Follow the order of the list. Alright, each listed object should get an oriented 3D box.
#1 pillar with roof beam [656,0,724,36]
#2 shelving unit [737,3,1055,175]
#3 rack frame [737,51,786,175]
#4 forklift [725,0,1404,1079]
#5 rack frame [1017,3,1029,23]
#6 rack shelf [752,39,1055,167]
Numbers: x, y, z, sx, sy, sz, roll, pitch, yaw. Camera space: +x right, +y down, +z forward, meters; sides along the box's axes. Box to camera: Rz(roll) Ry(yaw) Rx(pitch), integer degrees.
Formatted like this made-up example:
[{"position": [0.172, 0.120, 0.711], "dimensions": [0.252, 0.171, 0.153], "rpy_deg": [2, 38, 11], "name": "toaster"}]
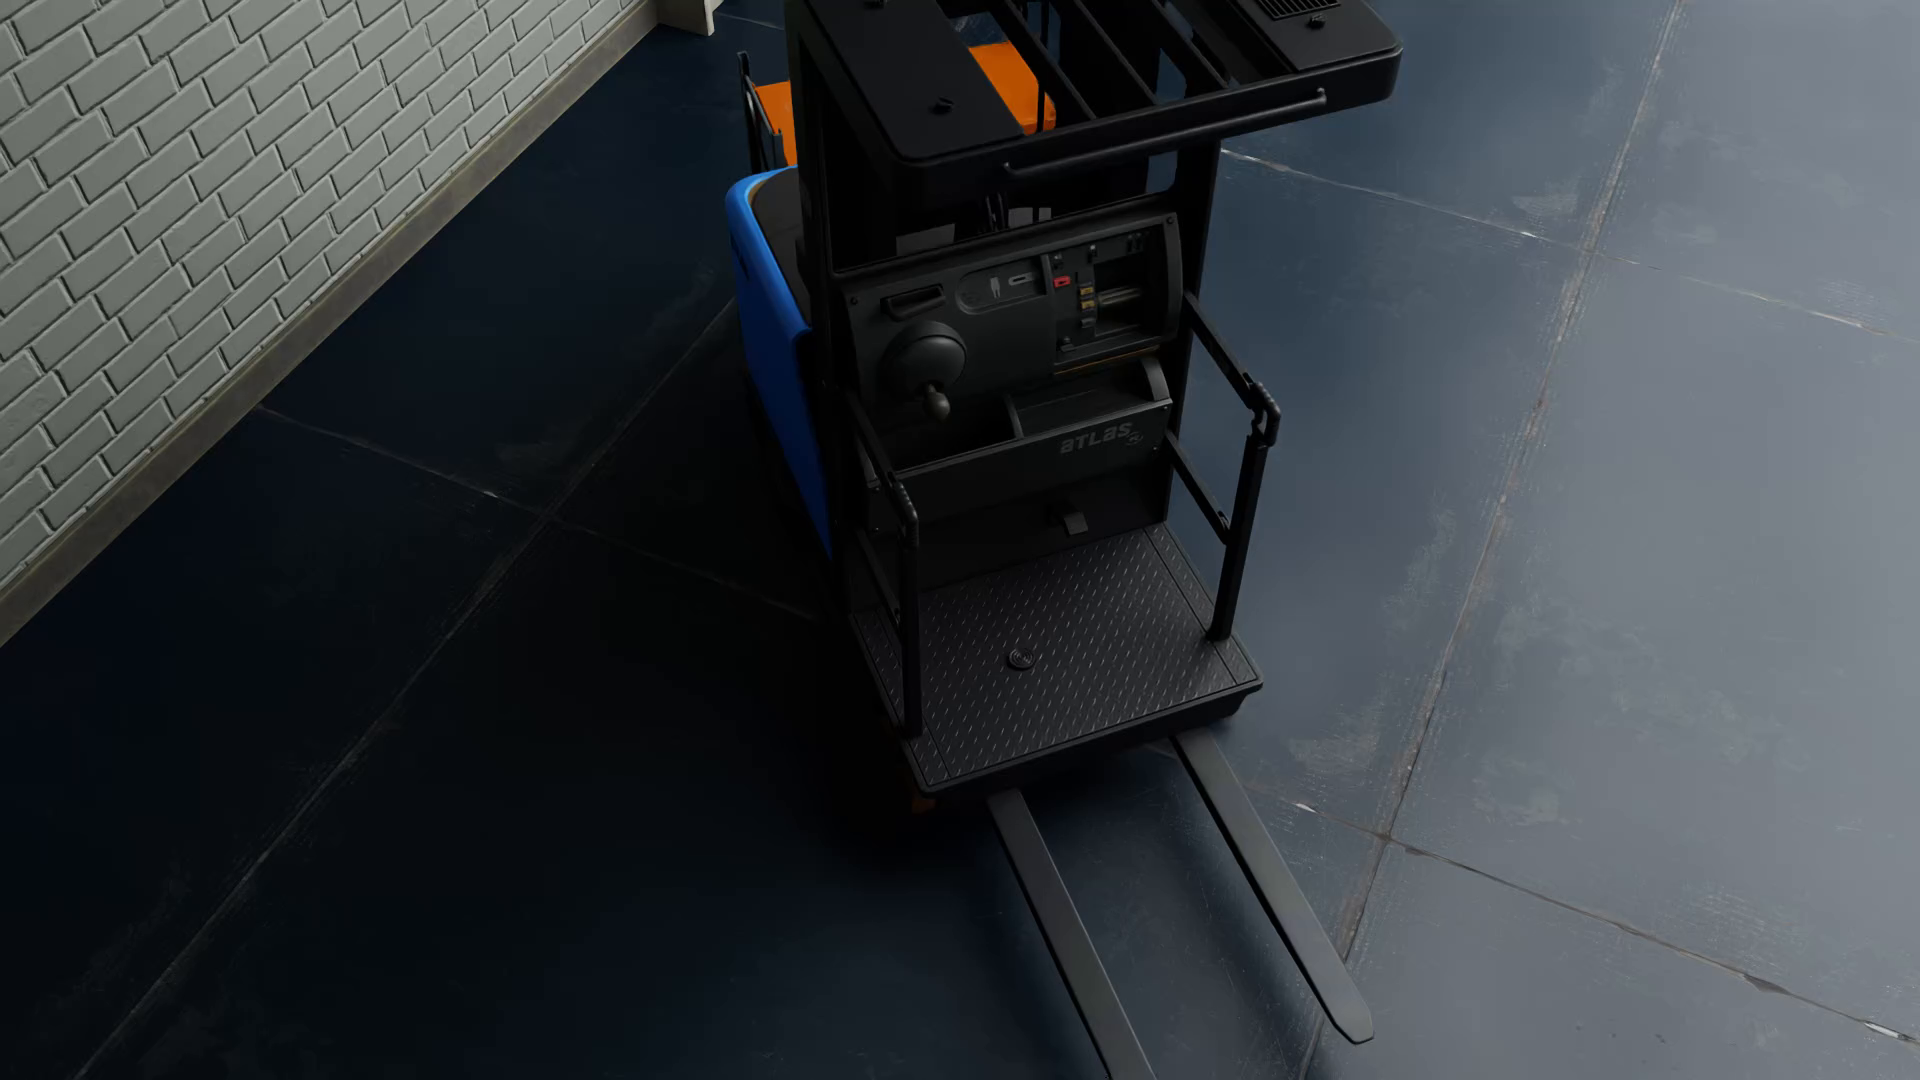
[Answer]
[{"position": [2.667, -4.049, 3.286], "dimensions": [9.100, 9.000, 0.400], "rpy_deg": [20, 52, 16], "name": "pillar with roof beam"}, {"position": [-0.187, -1.252, 6.076], "dimensions": [1.048, 1.125, 0.538], "rpy_deg": [-14, 51, -12], "name": "shelving unit"}, {"position": [-0.669, -1.128, 5.971], "dimensions": [0.032, 1.125, 0.500], "rpy_deg": [-14, 51, -12], "name": "rack frame"}, {"position": [0.232, -0.490, 4.242], "dimensions": [1.130, 2.935, 3.031], "rpy_deg": [-16, 52, -13], "name": "forklift"}, {"position": [0.295, -1.375, 6.181], "dimensions": [0.032, 1.125, 0.500], "rpy_deg": [-14, 51, -12], "name": "rack frame"}, {"position": [-0.187, -1.441, 5.853], "dimensions": [1.000, 0.278, 0.538], "rpy_deg": [-14, 51, -12], "name": "rack shelf"}]
